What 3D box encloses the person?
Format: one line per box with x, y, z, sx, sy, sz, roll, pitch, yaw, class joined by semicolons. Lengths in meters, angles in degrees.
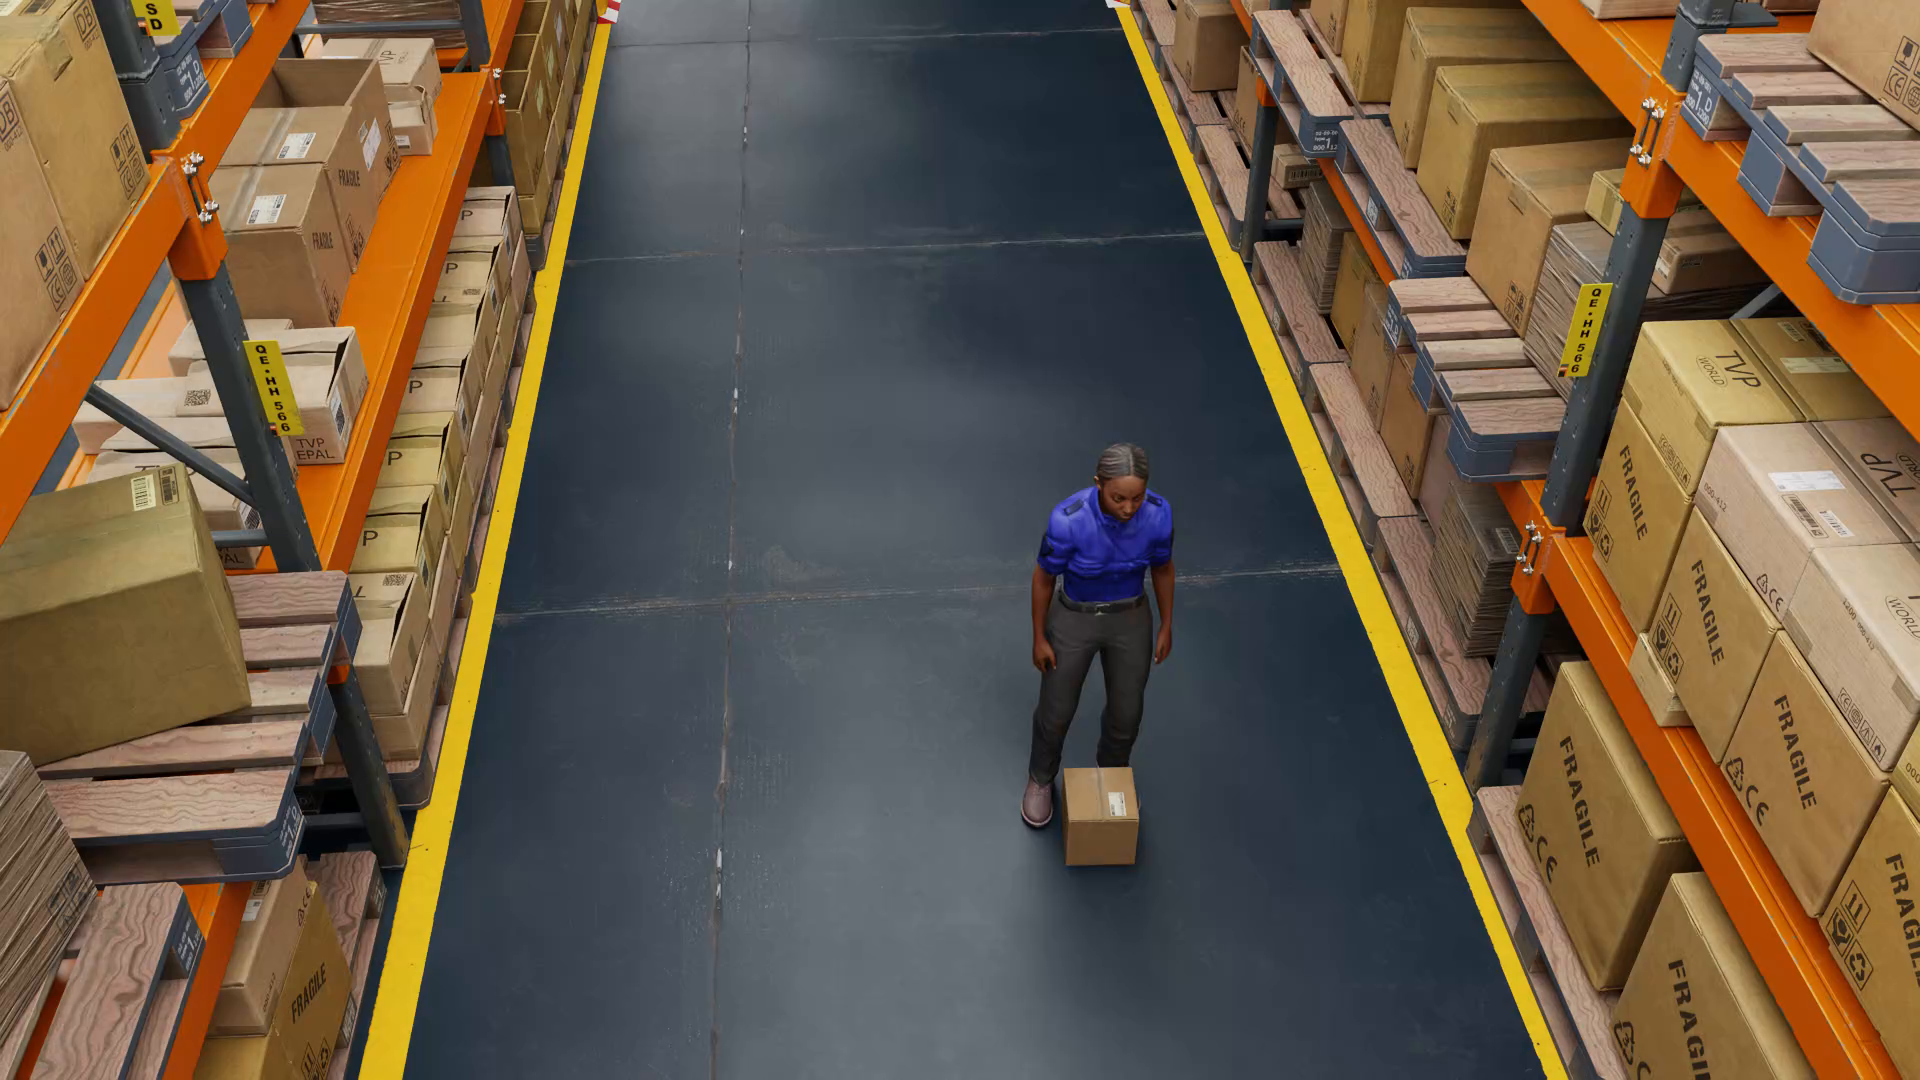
0.480;0.314;5.775;0.529;1.656;0.347;-5;40;-6;person
